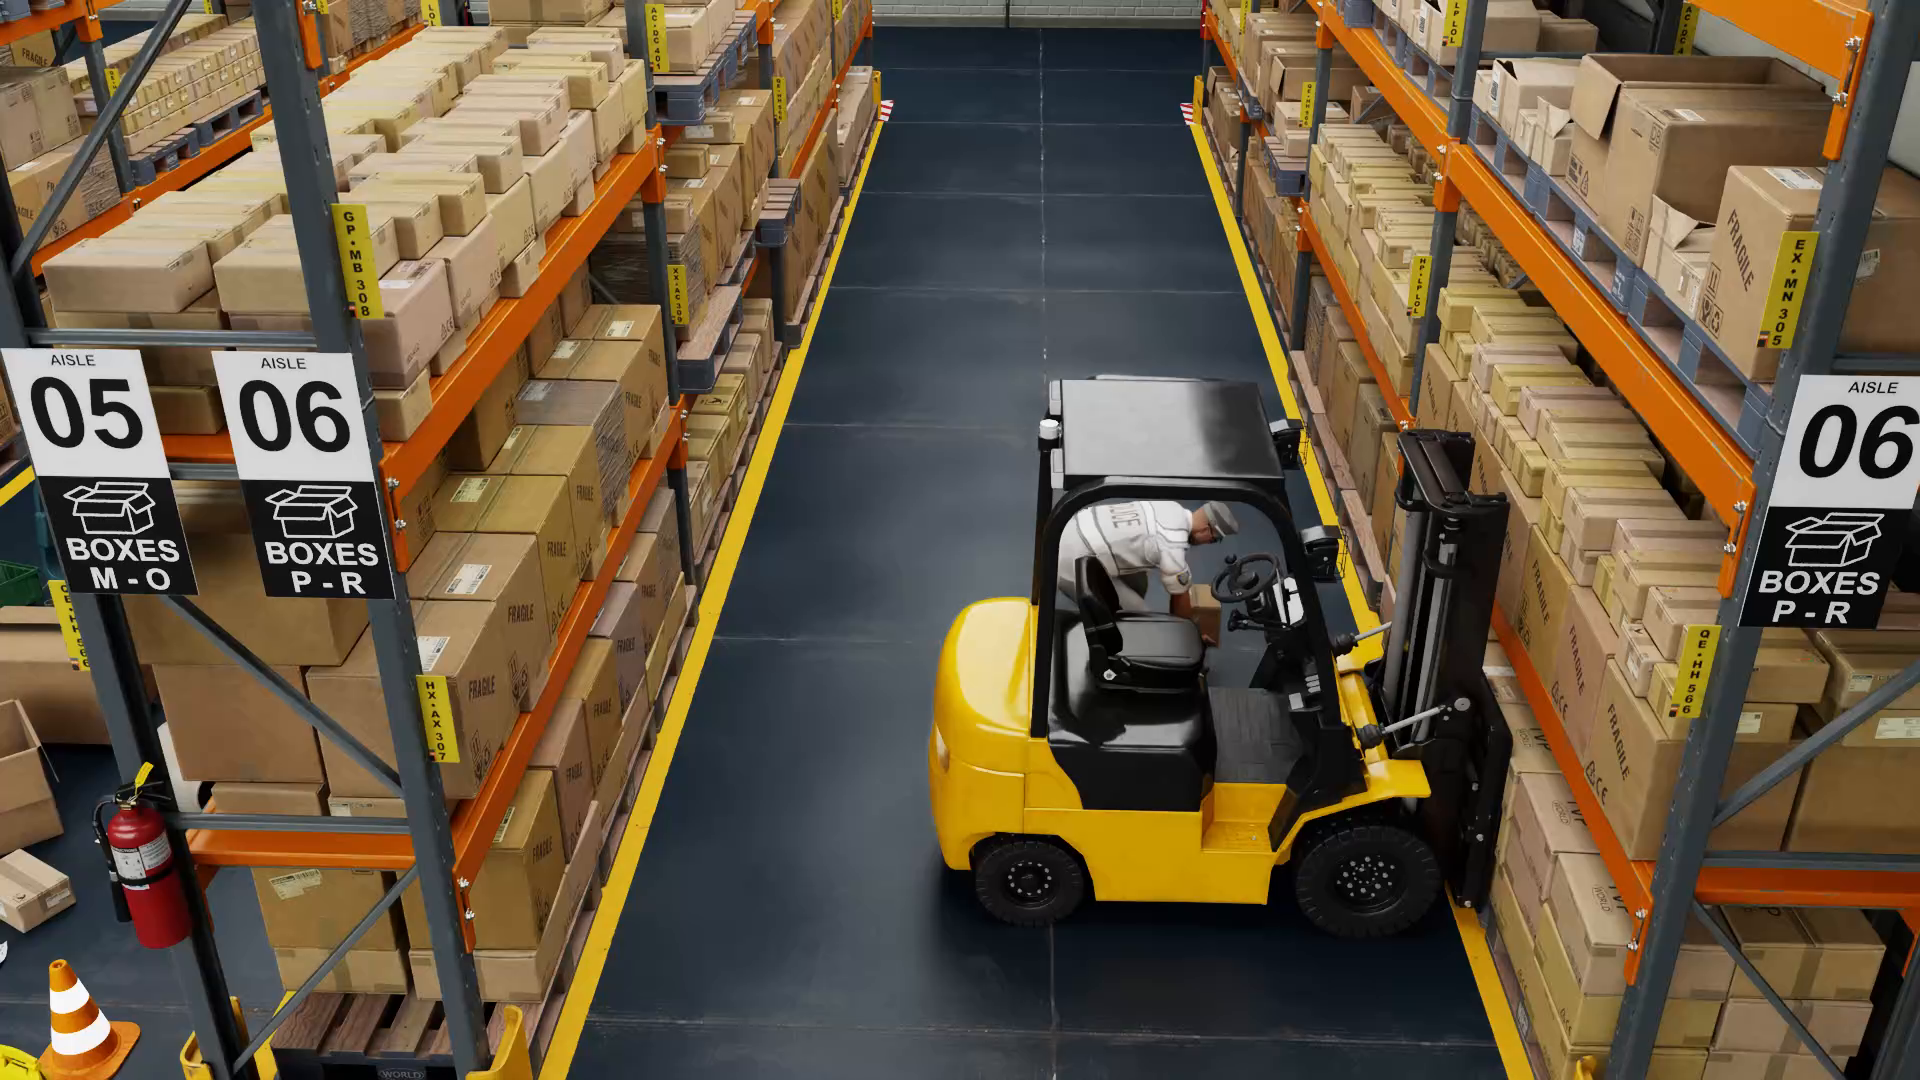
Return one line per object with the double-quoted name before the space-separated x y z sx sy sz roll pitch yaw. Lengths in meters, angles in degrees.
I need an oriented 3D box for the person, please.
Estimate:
"person" 0.966 0.252 8.907 1.025 1.037 0.530 0 28 0
